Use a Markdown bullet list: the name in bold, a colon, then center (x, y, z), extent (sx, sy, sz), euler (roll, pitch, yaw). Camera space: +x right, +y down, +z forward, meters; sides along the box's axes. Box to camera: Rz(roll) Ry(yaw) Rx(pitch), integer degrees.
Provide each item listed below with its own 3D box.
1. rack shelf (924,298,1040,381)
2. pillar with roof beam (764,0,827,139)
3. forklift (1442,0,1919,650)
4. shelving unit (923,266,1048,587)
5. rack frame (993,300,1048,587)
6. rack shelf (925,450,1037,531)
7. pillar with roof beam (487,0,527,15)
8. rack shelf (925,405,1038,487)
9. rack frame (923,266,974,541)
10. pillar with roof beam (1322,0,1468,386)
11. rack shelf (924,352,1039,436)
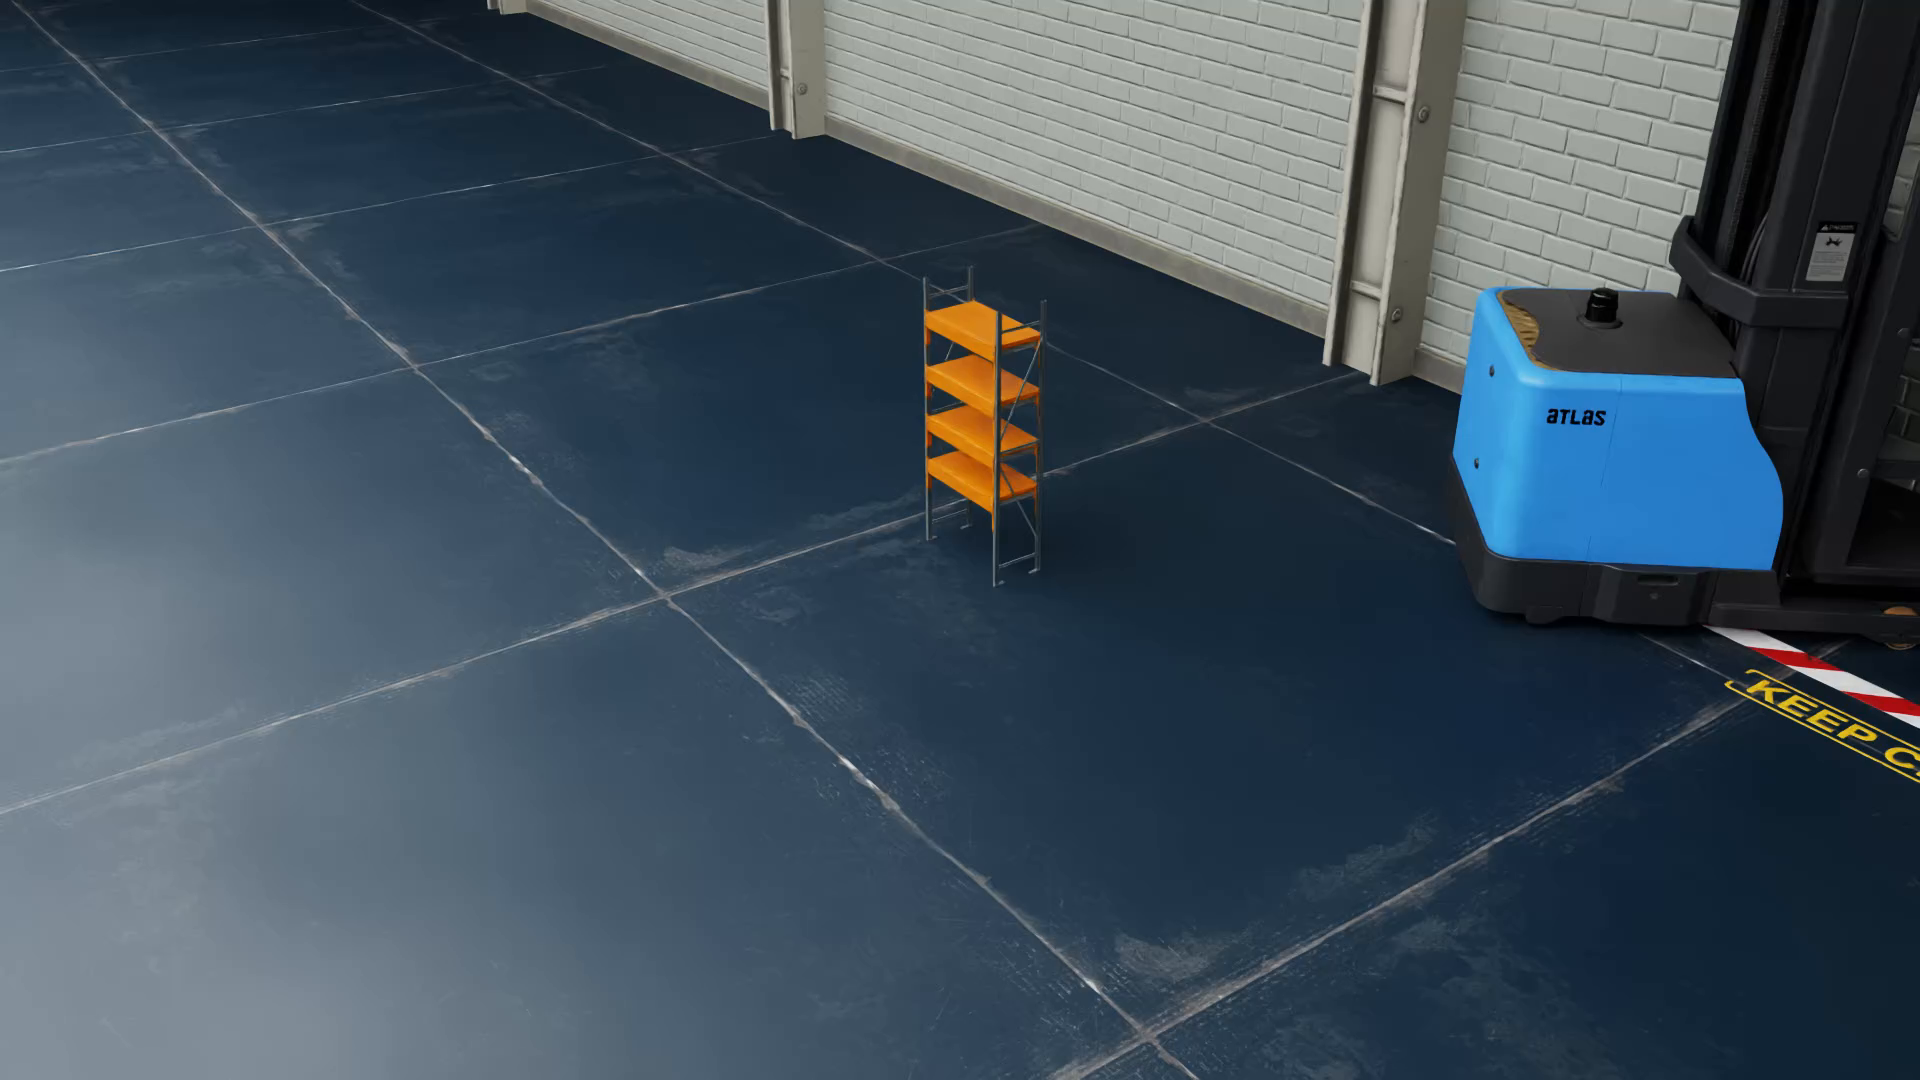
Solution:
- **rack shelf**: center (0.096, -0.808, 6.658), extent (0.258, 0.148, 0.480), euler (-19, 34, -31)
- **pillar with roof beam**: center (-4.786, -6.021, 8.908), extent (9.100, 9.000, 0.400), euler (-19, 34, -31)
- **forklift**: center (3.613, -1.119, 6.240), extent (3.031, 2.935, 1.130), euler (3, 29, 5)
- **shelving unit**: center (0.096, -0.463, 6.845), extent (0.258, 1.200, 0.503), euler (-19, 34, -31)
- **rack frame**: center (0.238, -0.368, 6.670), extent (0.240, 1.200, 0.015), euler (-19, 34, -31)
- **rack shelf**: center (0.096, -0.229, 6.972), extent (0.258, 0.148, 0.480), euler (-19, 34, -31)
- **pillar with roof beam**: center (-8.266, -8.354, 13.203), extent (9.100, 9.000, 0.400), euler (-19, 34, -31)
- **rack shelf**: center (0.096, -0.404, 6.877), extent (0.258, 0.148, 0.480), euler (-19, 34, -31)
- **rack frame**: center (-0.046, -0.558, 7.020), extent (0.240, 1.200, 0.015), euler (-19, 34, -31)
- **pillar with roof beam**: center (-1.306, -3.689, 4.613), extent (9.100, 9.000, 0.400), euler (-19, 34, -31)
- **rack shelf**: center (0.096, -0.600, 6.771), extent (0.258, 0.148, 0.480), euler (-19, 34, -31)
